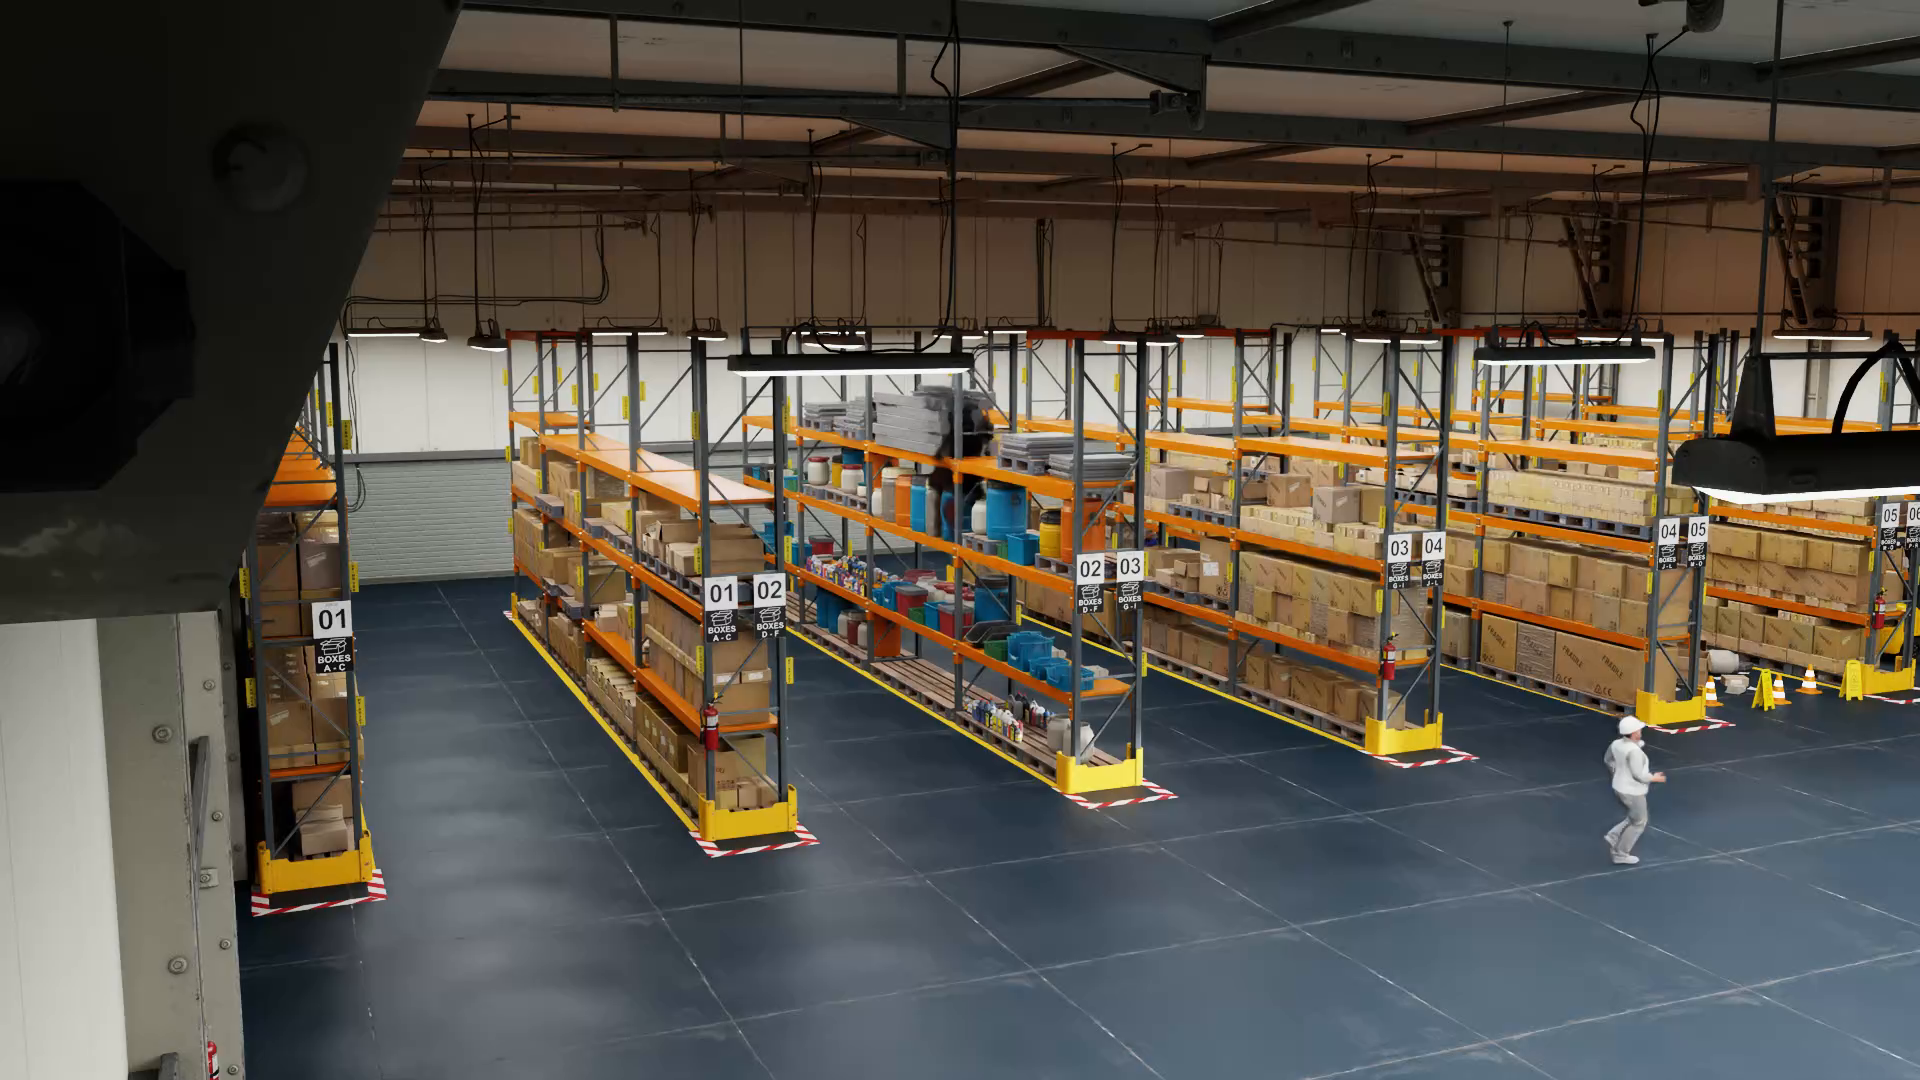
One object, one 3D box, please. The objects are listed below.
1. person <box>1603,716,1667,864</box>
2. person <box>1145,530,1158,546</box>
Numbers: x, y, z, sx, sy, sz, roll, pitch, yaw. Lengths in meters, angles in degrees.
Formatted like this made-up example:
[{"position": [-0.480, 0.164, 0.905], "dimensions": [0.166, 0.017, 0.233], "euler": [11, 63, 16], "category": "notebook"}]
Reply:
[{"position": [7.779, 2.873, 19.157], "dimensions": [0.583, 1.725, 0.651], "euler": [0, 8, -1], "category": "person"}, {"position": [4.239, 0.475, 37.767], "dimensions": [0.570, 1.505, 0.784], "euler": [-2, 8, -15], "category": "person"}]
